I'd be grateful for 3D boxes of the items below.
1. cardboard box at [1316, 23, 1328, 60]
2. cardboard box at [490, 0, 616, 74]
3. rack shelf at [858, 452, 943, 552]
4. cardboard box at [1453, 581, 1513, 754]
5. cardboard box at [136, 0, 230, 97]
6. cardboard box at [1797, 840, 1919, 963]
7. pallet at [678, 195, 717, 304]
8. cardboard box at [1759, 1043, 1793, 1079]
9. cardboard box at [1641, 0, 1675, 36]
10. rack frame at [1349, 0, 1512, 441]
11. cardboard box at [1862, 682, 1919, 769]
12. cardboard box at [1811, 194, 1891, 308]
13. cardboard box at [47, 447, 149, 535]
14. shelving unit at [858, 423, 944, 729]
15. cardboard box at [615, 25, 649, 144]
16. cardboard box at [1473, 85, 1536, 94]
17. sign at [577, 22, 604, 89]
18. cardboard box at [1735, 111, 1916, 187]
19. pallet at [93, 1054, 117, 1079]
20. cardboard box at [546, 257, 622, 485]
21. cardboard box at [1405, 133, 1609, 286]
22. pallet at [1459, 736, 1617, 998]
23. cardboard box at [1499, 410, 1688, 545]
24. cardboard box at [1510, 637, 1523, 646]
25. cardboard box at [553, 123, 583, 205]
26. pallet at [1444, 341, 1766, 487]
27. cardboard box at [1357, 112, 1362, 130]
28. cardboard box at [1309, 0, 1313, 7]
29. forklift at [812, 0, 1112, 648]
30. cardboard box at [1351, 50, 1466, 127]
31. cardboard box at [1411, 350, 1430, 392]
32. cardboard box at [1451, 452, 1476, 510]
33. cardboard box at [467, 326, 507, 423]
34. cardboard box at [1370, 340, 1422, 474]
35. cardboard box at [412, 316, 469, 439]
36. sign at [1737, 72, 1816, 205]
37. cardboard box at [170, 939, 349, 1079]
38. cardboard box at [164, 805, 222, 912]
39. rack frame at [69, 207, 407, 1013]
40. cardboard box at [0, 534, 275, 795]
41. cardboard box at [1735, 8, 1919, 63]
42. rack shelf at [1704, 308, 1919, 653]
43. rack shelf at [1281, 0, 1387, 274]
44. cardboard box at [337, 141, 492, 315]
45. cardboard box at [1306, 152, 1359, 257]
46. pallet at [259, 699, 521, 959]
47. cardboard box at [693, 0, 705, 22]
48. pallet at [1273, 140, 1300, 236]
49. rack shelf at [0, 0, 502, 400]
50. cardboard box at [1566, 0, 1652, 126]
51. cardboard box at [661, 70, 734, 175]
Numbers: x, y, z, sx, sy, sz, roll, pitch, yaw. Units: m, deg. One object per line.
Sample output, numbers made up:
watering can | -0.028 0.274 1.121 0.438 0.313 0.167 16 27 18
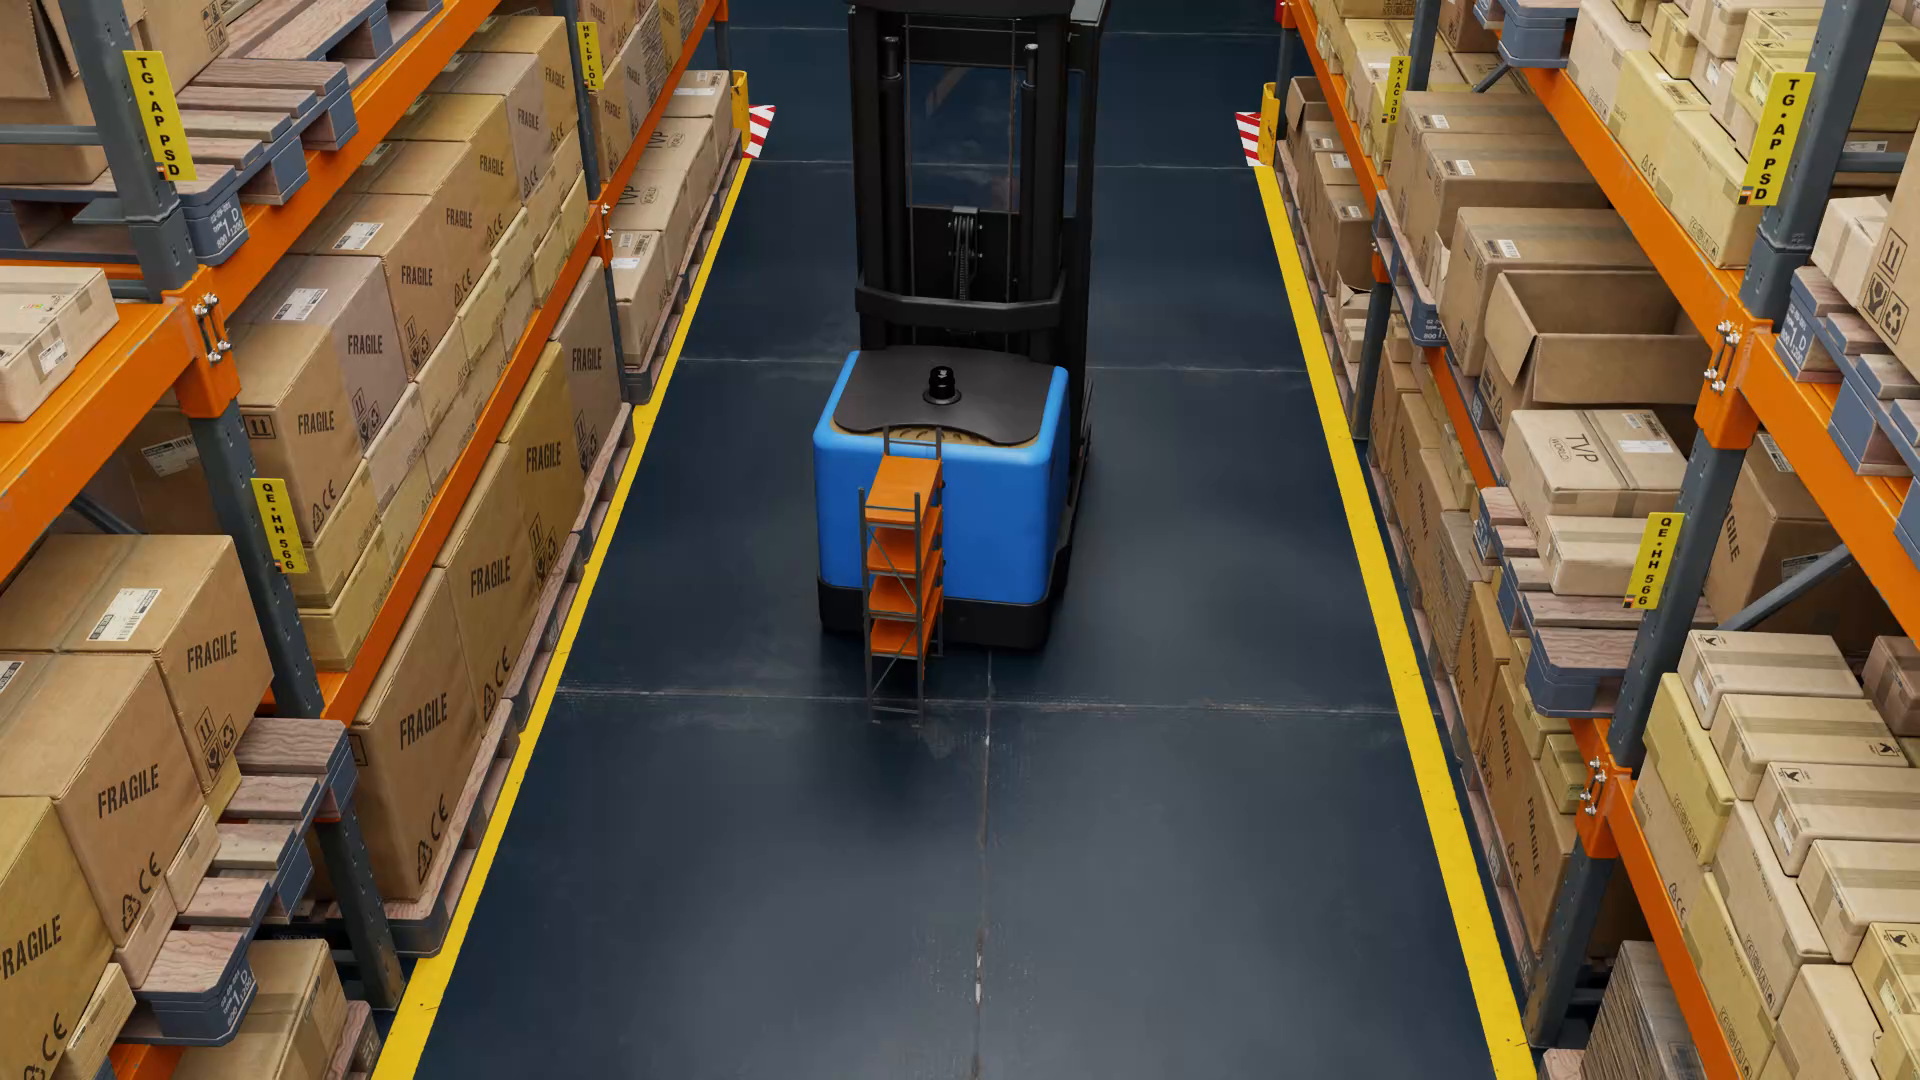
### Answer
cardboard box | 2.403 -3.063 10.218 0.380 0.149 0.250 0 35 1
cardboard box | -2.068 -2.620 8.412 0.500 0.500 0.500 2 35 2
rack shelf | -0.235 -0.160 6.750 0.258 0.148 0.480 5 35 7
cardboard box | 2.321 0.524 6.704 0.500 0.500 0.500 3 35 4
cardboard box | -2.640 -1.617 4.881 0.700 0.500 0.500 0 35 0
cardboard box | 2.171 0.831 3.807 0.380 0.149 0.250 2 35 2
pallet | -2.174 -1.898 10.768 1.003 0.211 1.213 1 35 2
cardboard box | 2.169 1.405 3.773 0.500 0.250 0.500 0 35 0
cardboard box | 2.336 -1.614 5.113 0.380 0.149 0.250 2 35 2
rack frame | 2.631 -1.789 8.187 1.000 3.000 0.127 1 35 2
cardboard box | 2.730 0.630 4.440 0.500 0.250 0.500 2 35 3
cardboard box | 2.153 -0.642 3.697 0.380 0.166 0.250 1 35 2
cardboard box | -2.730 -0.357 5.192 0.500 0.500 0.500 0 35 1
shelving unit | -0.235 0.162 6.976 0.258 1.200 0.503 5 35 7
cardboard box | -2.024 -2.495 9.104 0.500 0.500 0.500 2 35 2
cardboard box | 2.921 -2.128 8.541 0.500 0.250 0.500 1 35 1
sign | -1.786 -2.336 8.027 0.100 0.325 0.005 1 35 2
cardboard box | 2.244 -1.029 4.281 0.380 0.149 0.250 2 35 3
pallet | -2.528 1.613 3.513 1.003 0.211 1.213 1 35 2
cardboard box | -2.274 -0.846 8.328 0.875 0.875 0.875 2 35 3
cardboard box | 2.367 -1.431 7.226 0.700 0.500 0.500 2 35 2
pallet | 2.538 1.222 6.328 1.003 0.211 1.213 1 35 2
cardboard box | 2.189 -0.215 5.712 0.500 0.250 0.500 0 35 0
cardboard box | 2.328 0.347 6.393 0.380 0.149 0.250 2 35 3
cardboard box | -2.104 -1.786 7.878 0.500 0.250 0.500 1 35 2
pallet | 2.544 -0.530 6.562 1.003 0.211 1.213 1 35 2
cardboard box | 2.404 -2.325 9.168 0.380 0.149 0.250 2 35 3
cardboard box | 2.484 -3.603 10.640 0.500 0.250 0.500 2 35 2
forklift | 0.099 -1.554 7.912 1.130 2.935 3.031 5 35 7
cardboard box | 2.413 -2.436 8.979 0.500 0.250 0.500 1 35 2
cardboard box | 2.417 -0.843 8.085 0.380 0.149 0.250 0 35 1
cardboard box | 2.361 -0.252 7.244 0.380 0.149 0.250 3 35 4
cardboard box | -2.172 -0.698 6.765 0.500 0.250 0.500 1 35 2
cardboard box | 2.387 -0.665 8.397 0.500 0.500 0.500 3 35 4
cardboard box | -2.168 -0.615 6.212 0.500 0.250 0.500 1 35 2
sign | 1.928 -0.943 3.925 0.100 0.325 0.005 1 35 2
cardboard box | -2.522 1.624 5.250 0.950 0.372 0.625 -1 35 -1
cardboard box | -2.172 0.823 4.324 0.380 0.149 0.250 1 35 1
rack frame | -2.490 0.397 5.077 1.000 3.000 0.127 1 35 2
cardboard box | -2.230 0.330 4.461 0.500 0.500 0.500 0 35 1
cardboard box | 2.305 -1.295 4.400 0.380 0.149 0.250 0 35 0
rack shelf | 2.390 0.725 2.626 1.077 0.370 4.000 1 35 2
rack shelf | 2.711 -2.644 10.029 1.077 0.370 4.000 1 35 2
cardboard box | -2.155 -1.203 6.397 0.500 0.500 0.500 2 35 3
cardboard box | 2.478 -2.095 10.432 0.500 0.500 0.500 2 35 3
pallet | -2.383 1.086 6.521 1.003 0.211 1.213 1 35 2
cardboard box | -1.958 -3.669 10.775 0.500 0.500 0.500 1 35 1
pallet | 2.757 -2.444 11.545 1.003 0.211 1.213 1 35 2
rack shelf | -2.409 -1.685 6.056 1.077 0.370 4.000 1 35 2
cardboard box | 2.288 -1.534 5.345 0.500 0.250 0.500 1 35 2
cardboard box | -2.095 -2.942 11.690 0.875 0.438 0.875 0 35 0
